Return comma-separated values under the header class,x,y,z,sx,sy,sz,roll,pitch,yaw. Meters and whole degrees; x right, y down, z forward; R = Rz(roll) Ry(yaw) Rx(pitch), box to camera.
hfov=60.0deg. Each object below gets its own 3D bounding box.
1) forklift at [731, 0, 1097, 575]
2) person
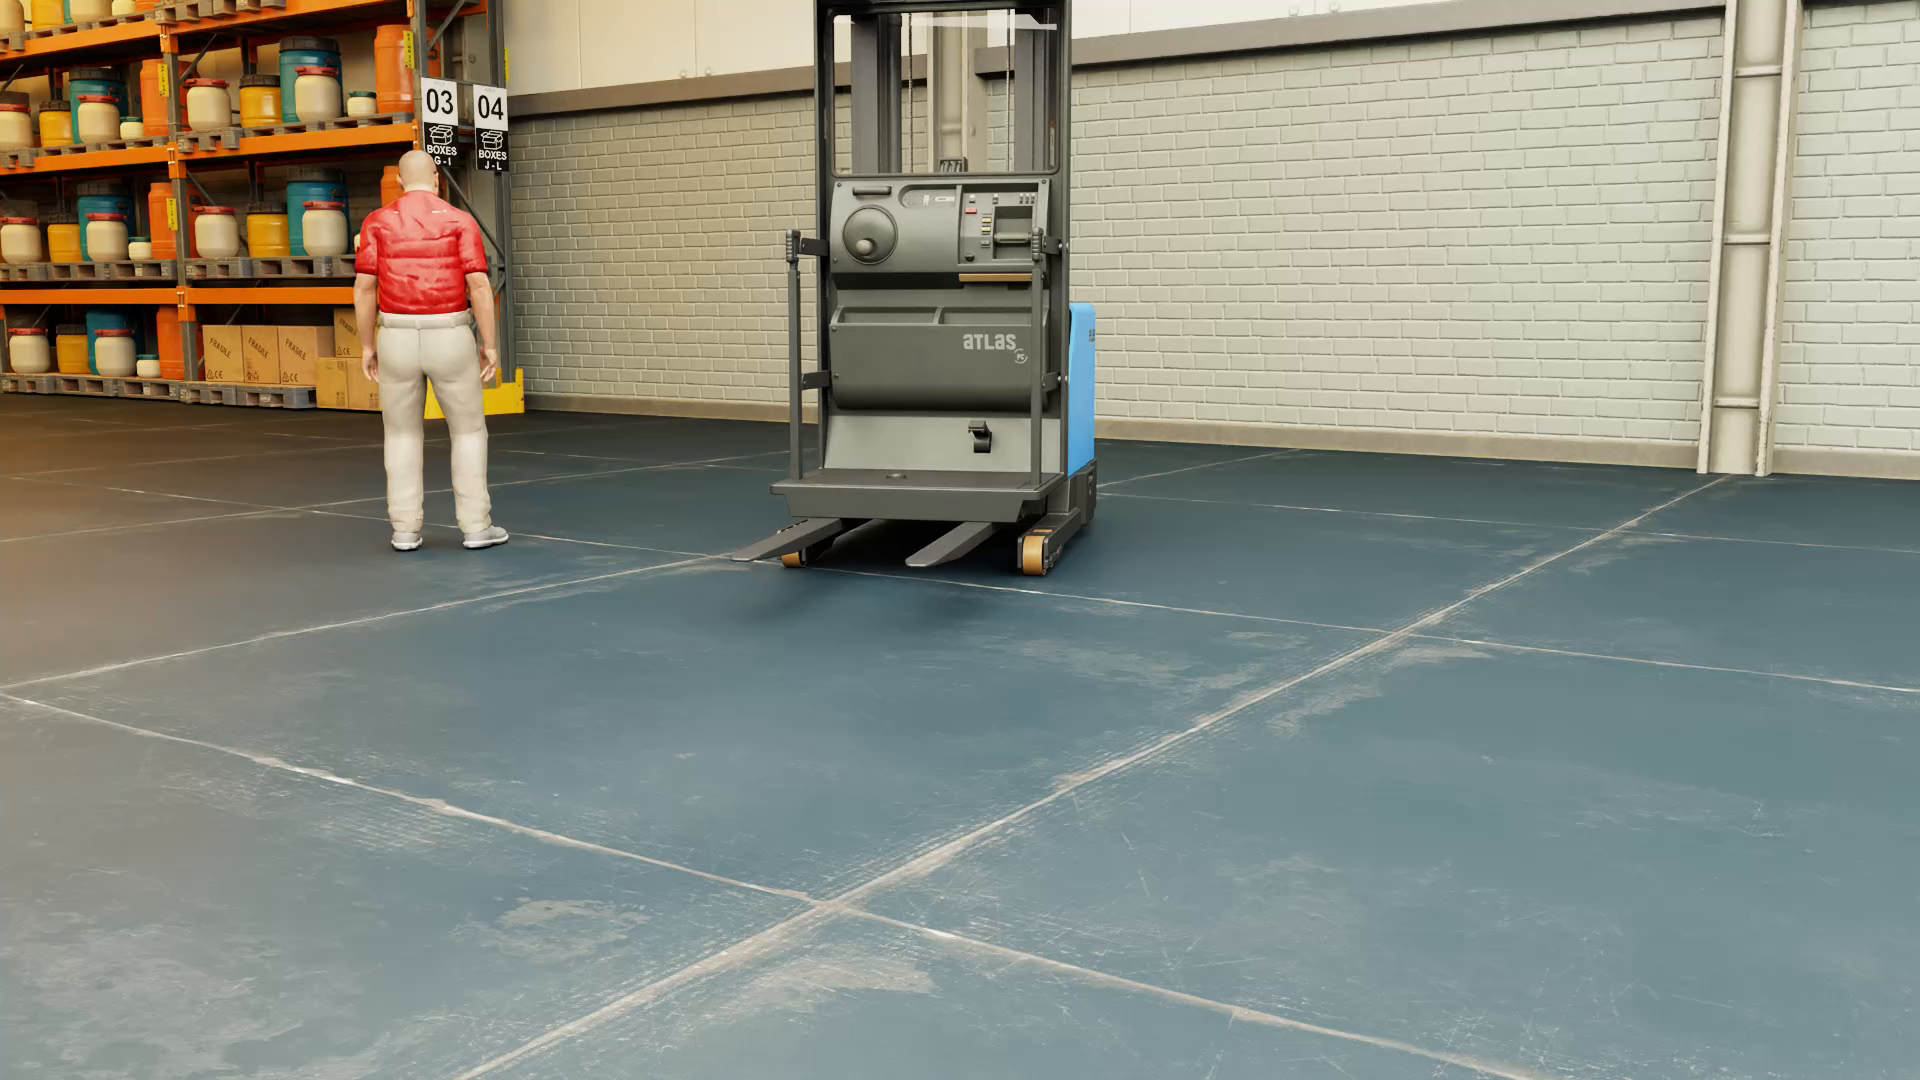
class,x,y,z,sx,sy,sz,roll,pitch,yaw
forklift,-0.129,-1.365,6.789,1.130,2.935,3.031,2,8,12
person,-2.323,-0.825,7.267,0.585,1.727,0.397,-1,8,-7
